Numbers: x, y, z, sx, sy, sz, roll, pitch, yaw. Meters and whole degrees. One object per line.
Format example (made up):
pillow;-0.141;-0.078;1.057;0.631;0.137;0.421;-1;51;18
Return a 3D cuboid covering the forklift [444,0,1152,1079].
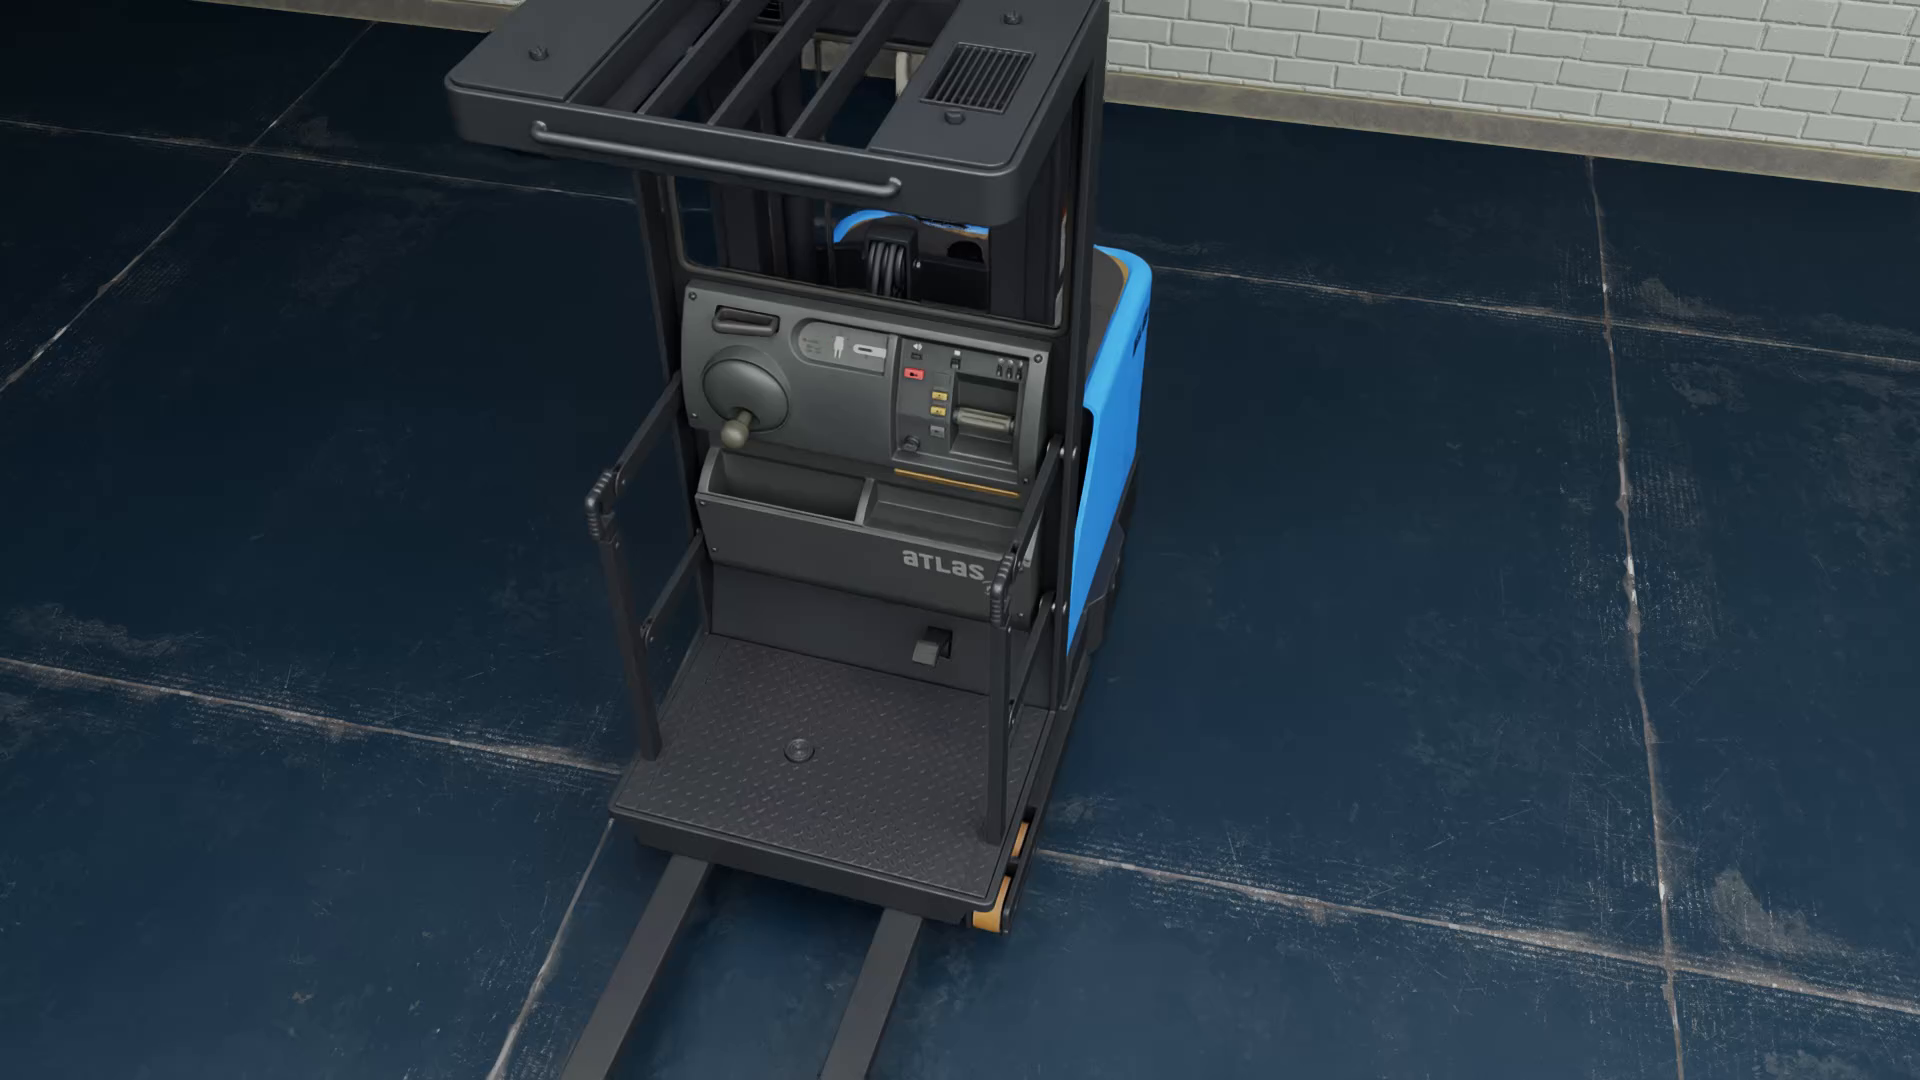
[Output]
forklift;-0.303;-0.283;3.930;1.130;2.935;3.031;12;45;12

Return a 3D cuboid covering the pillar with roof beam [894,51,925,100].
pillar with roof beam;-1.017;-2.451;1.807;0.400;9.000;9.100;9;45;9
